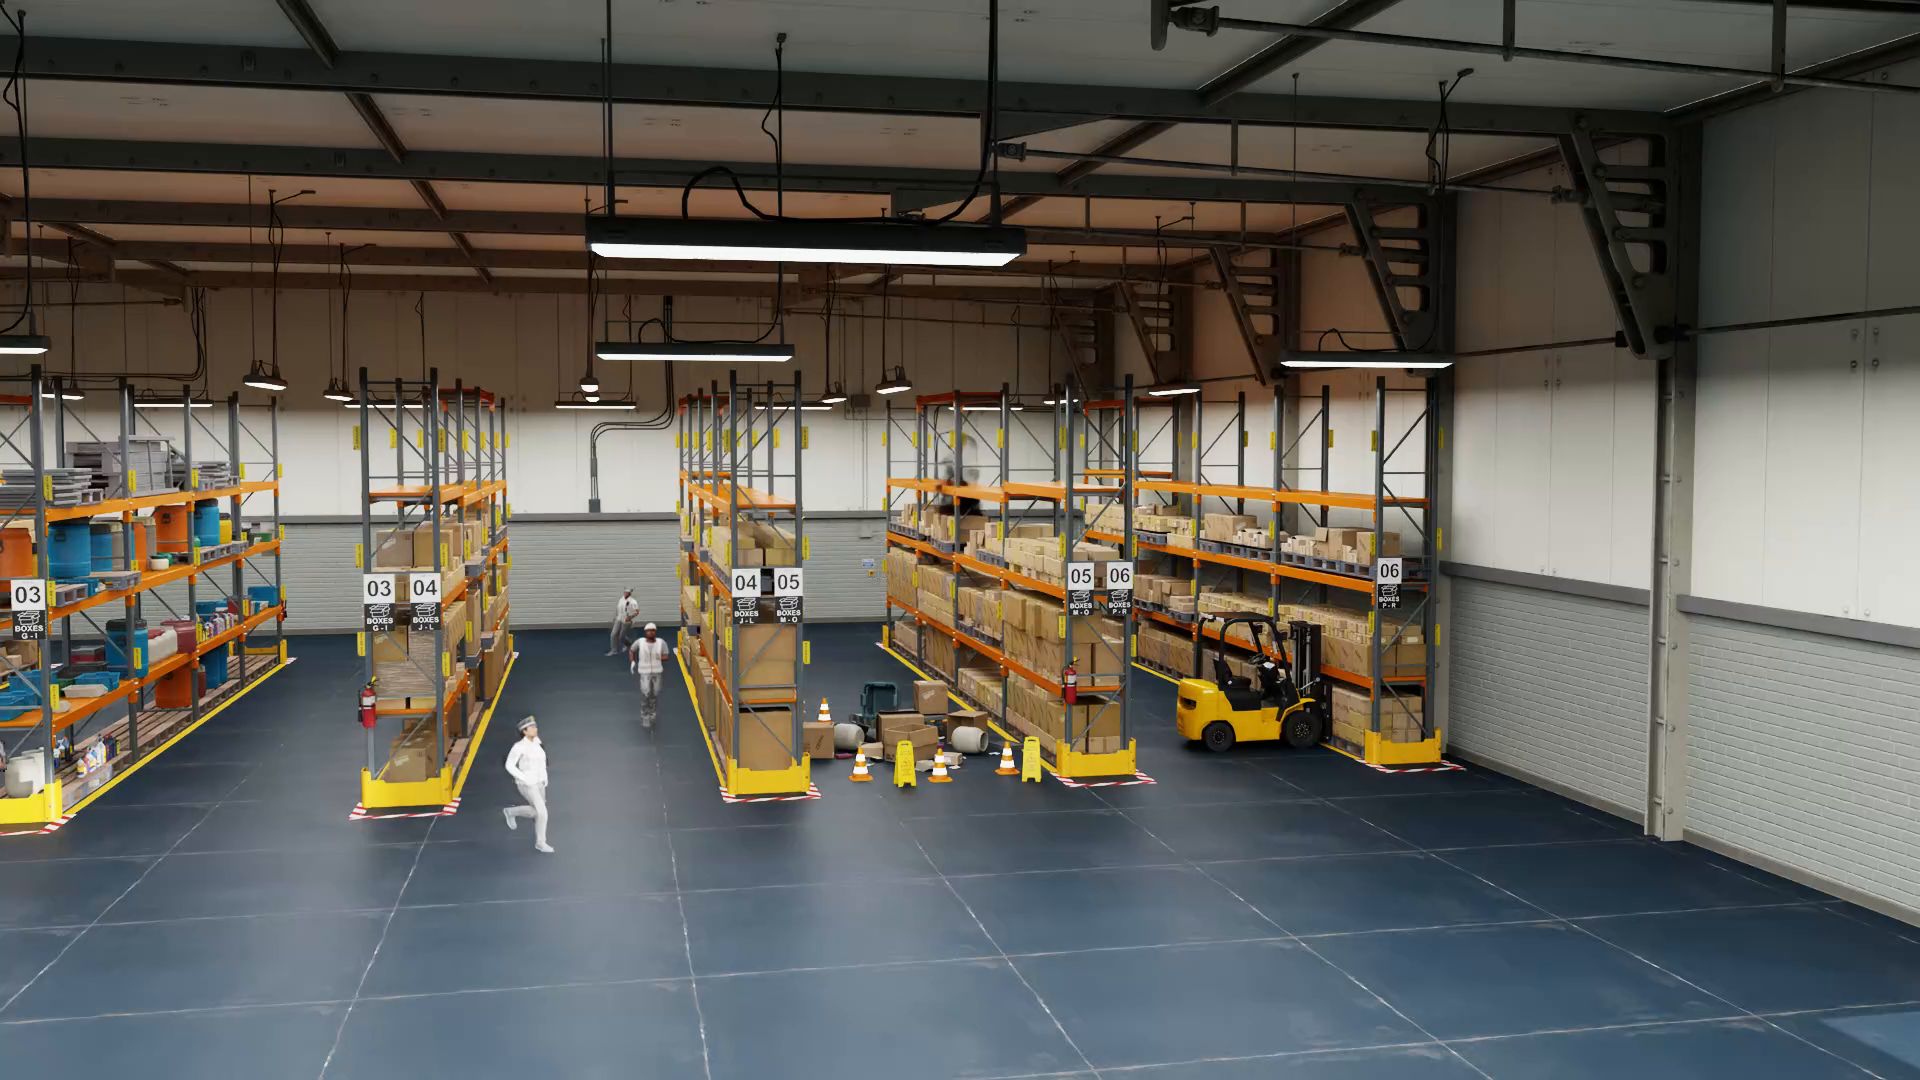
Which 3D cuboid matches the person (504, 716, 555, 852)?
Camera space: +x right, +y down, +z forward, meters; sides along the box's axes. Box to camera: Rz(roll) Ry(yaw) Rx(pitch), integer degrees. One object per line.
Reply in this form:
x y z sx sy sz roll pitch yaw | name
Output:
-5.308 2.984 20.378 0.759 1.673 0.624 1 4 18 | person

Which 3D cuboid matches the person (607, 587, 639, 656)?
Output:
-7.822 1.898 38.925 0.679 1.635 0.697 2 4 24 | person

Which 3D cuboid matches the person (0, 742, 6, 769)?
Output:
-11.820 2.978 20.134 0.625 1.647 0.561 1 4 16 | person

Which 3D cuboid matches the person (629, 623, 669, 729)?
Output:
-5.440 2.372 29.217 0.657 1.841 0.765 -1 4 -21 | person
